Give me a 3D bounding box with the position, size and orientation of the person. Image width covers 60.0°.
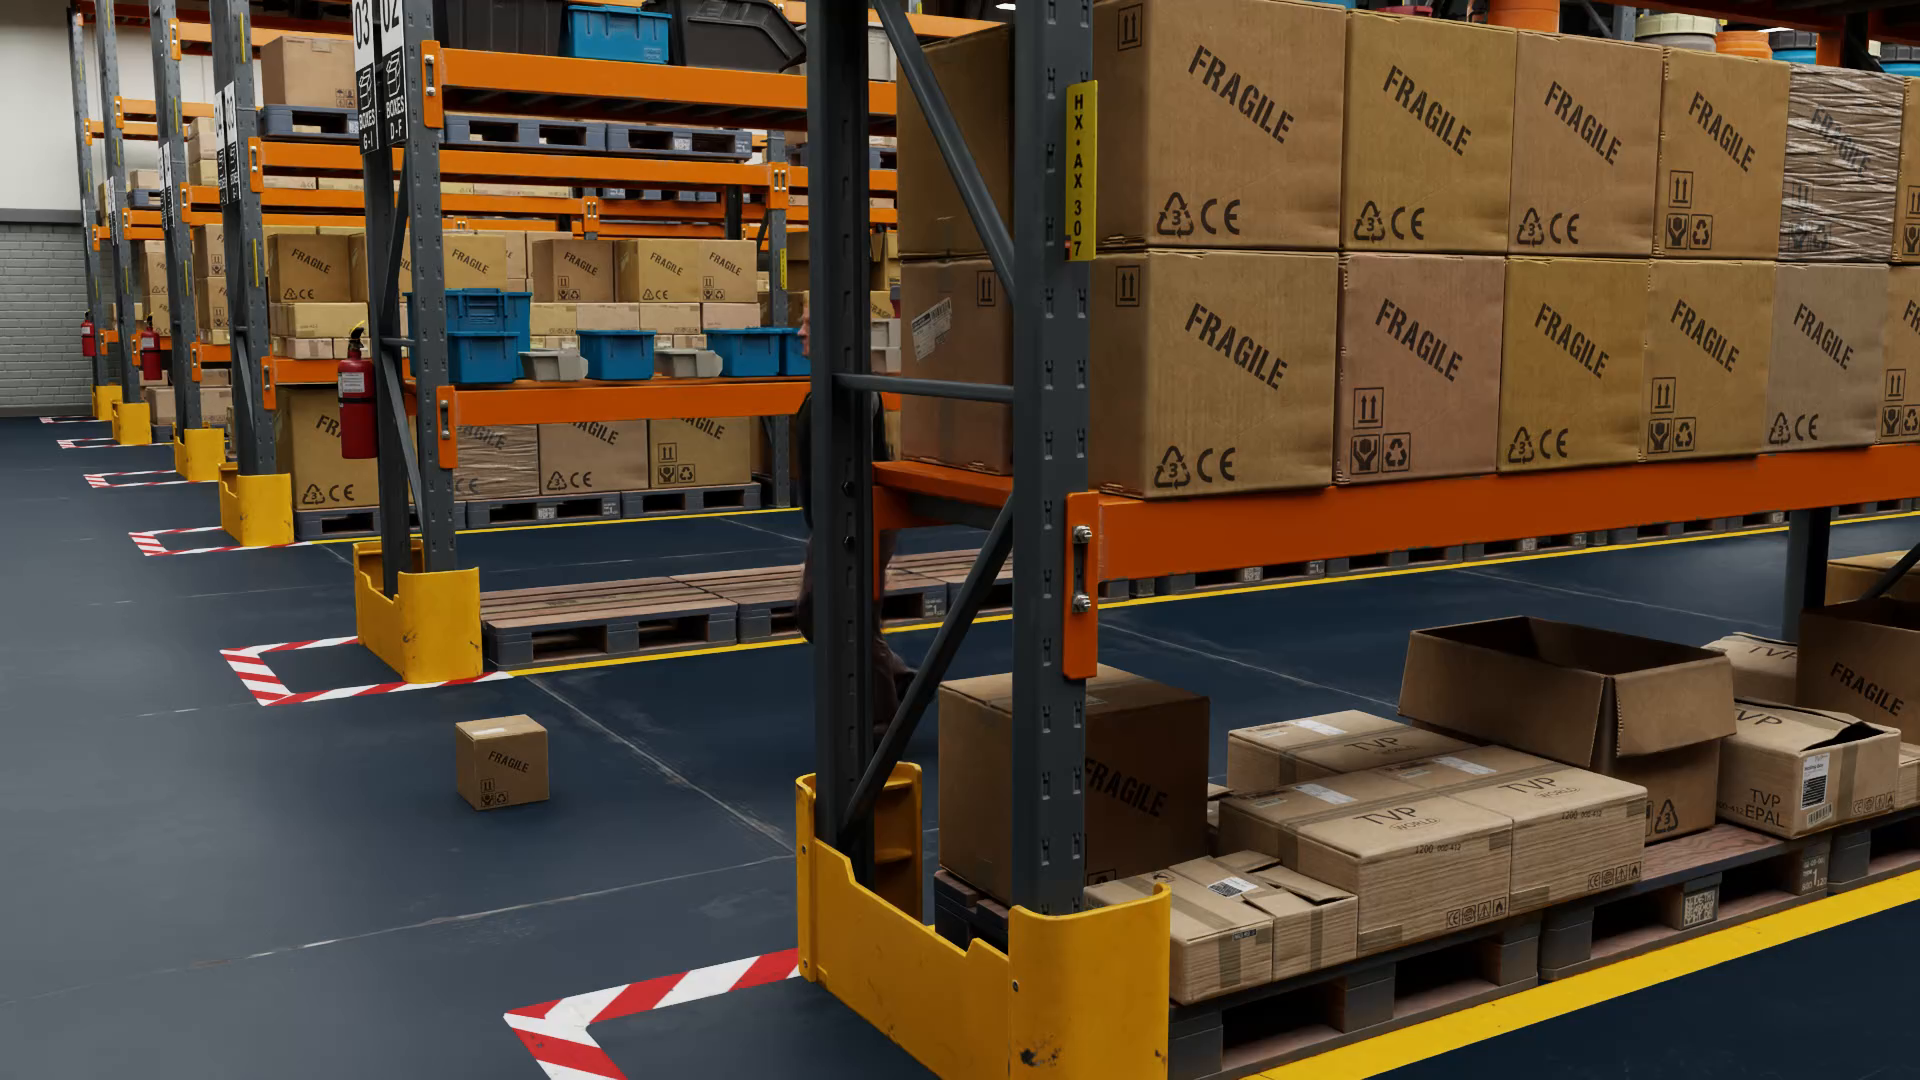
[{"bbox_3d":[-0.353,-0.036,6.112,0.492,1.715,0.579,-1,8,-9],"label":"person"}]
